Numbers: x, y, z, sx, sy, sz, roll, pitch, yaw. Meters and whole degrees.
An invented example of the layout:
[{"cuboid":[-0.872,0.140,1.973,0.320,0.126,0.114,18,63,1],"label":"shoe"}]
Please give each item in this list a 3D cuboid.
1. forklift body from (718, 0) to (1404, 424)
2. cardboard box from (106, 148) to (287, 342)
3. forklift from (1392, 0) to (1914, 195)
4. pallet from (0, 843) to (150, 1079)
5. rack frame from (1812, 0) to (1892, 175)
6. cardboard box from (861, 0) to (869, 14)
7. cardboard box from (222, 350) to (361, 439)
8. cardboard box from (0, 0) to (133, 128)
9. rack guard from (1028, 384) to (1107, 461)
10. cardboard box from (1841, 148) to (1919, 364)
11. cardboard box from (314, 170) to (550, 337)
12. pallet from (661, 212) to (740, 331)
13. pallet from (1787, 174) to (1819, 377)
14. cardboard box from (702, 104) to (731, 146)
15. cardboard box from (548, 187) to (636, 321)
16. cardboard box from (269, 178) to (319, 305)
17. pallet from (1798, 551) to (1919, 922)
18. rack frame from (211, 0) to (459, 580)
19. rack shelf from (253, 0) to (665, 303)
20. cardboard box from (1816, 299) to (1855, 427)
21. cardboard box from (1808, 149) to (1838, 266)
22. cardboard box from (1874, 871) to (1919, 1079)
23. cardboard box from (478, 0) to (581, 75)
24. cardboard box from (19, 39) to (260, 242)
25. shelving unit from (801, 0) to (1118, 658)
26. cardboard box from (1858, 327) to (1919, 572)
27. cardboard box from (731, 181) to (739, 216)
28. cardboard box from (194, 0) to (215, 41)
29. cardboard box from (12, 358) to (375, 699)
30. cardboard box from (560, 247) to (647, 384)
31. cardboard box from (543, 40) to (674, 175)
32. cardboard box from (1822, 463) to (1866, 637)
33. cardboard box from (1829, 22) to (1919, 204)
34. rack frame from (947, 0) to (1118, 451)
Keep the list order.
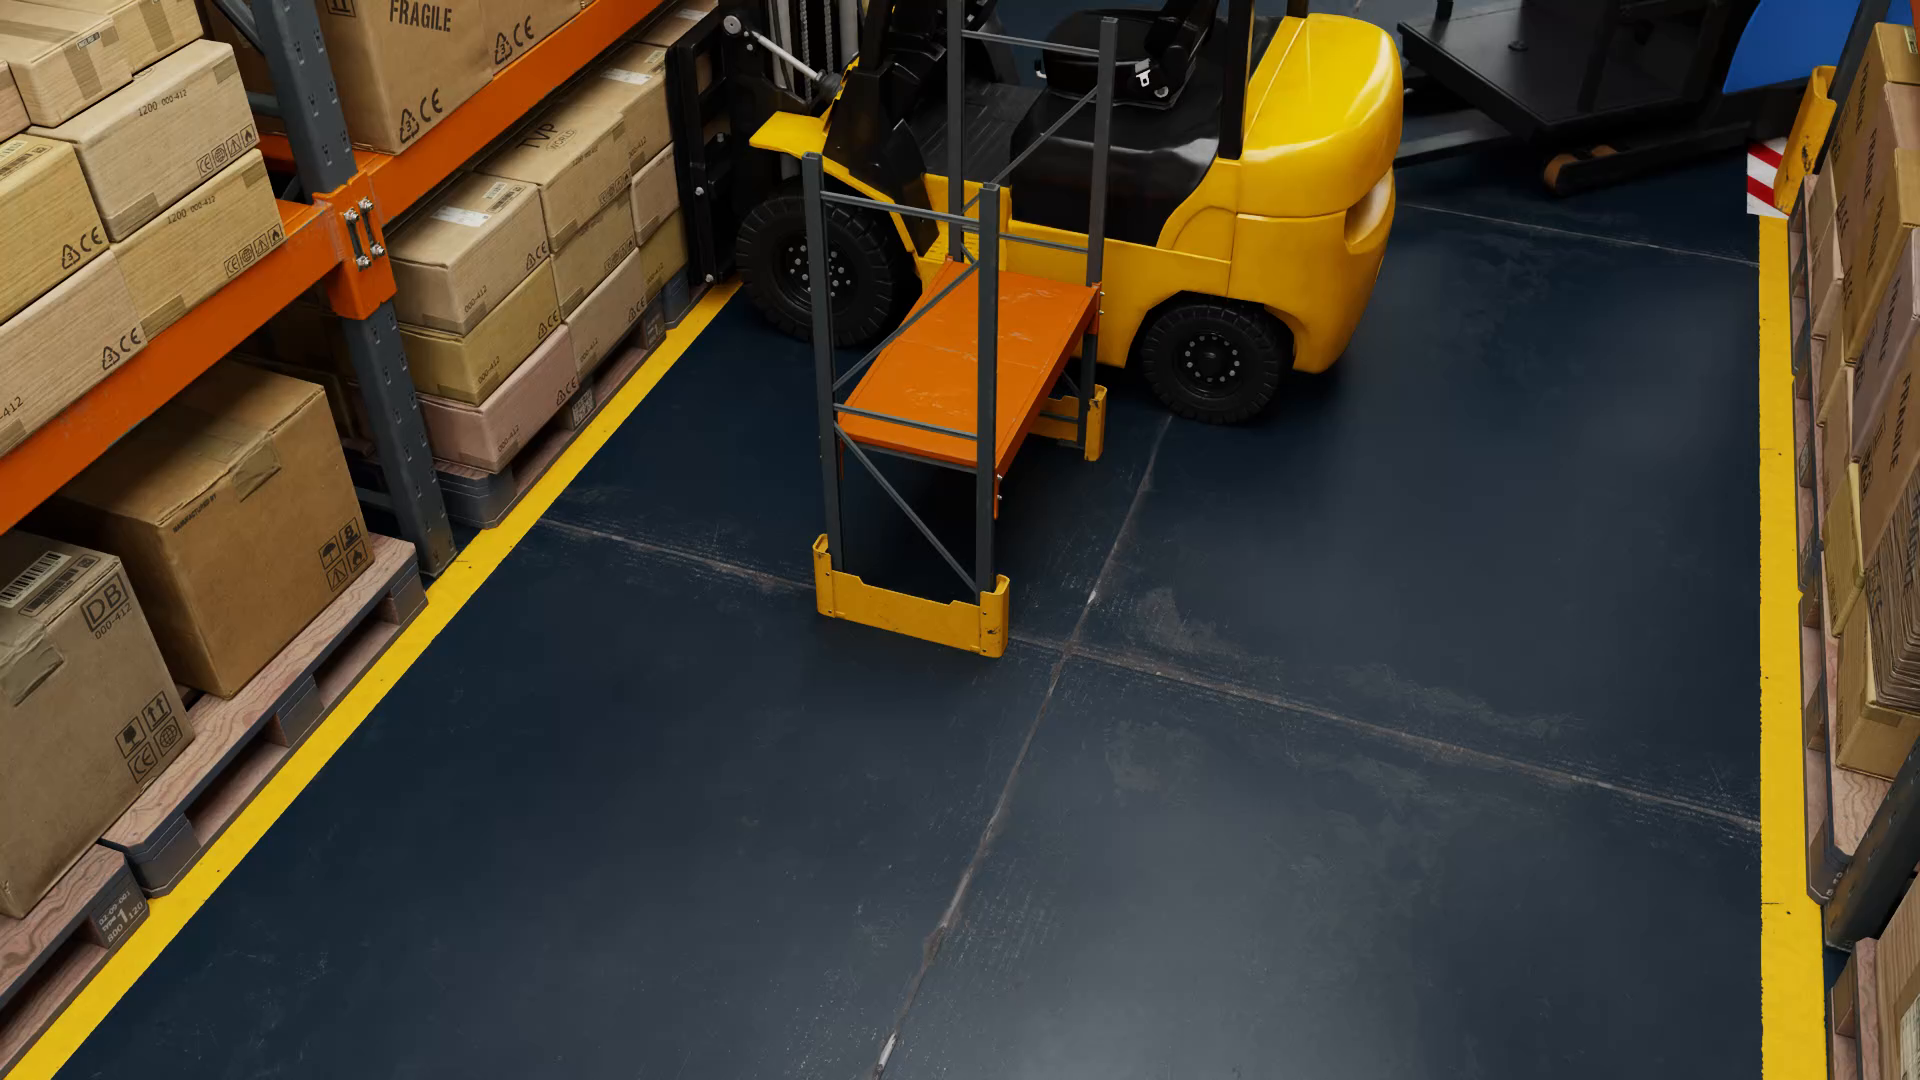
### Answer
[{"cuboid":[0.377,-1.722,5.611,2.313,2.155,1.214,13,42,15],"label":"forklift body"},{"cuboid":[-1.983,-0.744,3.927,0.500,0.250,0.500,14,42,16],"label":"cardboard box"},{"cuboid":[2.586,-2.942,6.440,3.031,2.935,1.130,-15,43,-17],"label":"forklift"},{"cuboid":[-2.687,1.099,3.799,1.003,0.211,1.213,13,42,15],"label":"pallet"},{"cuboid":[3.977,-2.507,5.877,1.000,3.000,0.127,13,42,15],"label":"rack frame"},{"cuboid":[-0.561,-2.544,7.330,0.500,0.250,0.500,13,42,15],"label":"cardboard box"},{"cuboid":[-2.080,-0.621,5.462,0.500,0.250,0.500,14,42,16],"label":"cardboard box"},{"cuboid":[-2.036,-1.032,3.572,0.380,0.149,0.250,13,42,14],"label":"cardboard box"},{"cuboid":[0.196,-0.445,5.579,0.587,0.250,0.087,13,42,15],"label":"rack guard"},{"cuboid":[3.080,-0.837,5.137,0.500,0.500,0.500,14,42,16],"label":"cardboard box"},{"cuboid":[-1.596,-0.886,5.002,0.500,0.250,0.500,13,42,14],"label":"cardboard box"},{"cuboid":[-1.330,-1.328,6.644,1.003,0.211,1.213,13,42,15],"label":"pallet"},{"cuboid":[3.640,-0.912,6.156,1.003,0.211,1.213,13,42,15],"label":"pallet"},{"cuboid":[-1.074,-1.616,6.243,0.500,0.250,0.500,13,42,15],"label":"cardboard box"},{"cuboid":[-1.430,-1.005,5.526,0.500,0.250,0.500,13,42,15],"label":"cardboard box"},{"cuboid":[-2.070,-1.004,5.140,0.500,0.250,0.500,14,42,16],"label":"cardboard box"},{"cuboid":[2.806,0.576,4.412,1.003,0.211,1.213,13,42,15],"label":"pallet"},{"cuboid":[-2.056,-1.167,4.306,1.000,3.000,0.127,13,42,15],"label":"rack frame"},{"cuboid":[-1.372,-2.113,5.970,1.077,0.370,4.000,13,42,15],"label":"rack shelf"},{"cuboid":[3.085,-0.545,5.372,0.500,0.250,0.500,16,43,18],"label":"cardboard box"},{"cuboid":[3.441,-1.190,6.129,0.500,0.250,0.500,13,42,15],"label":"cardboard box"},{"cuboid":[2.432,1.093,3.359,0.950,0.372,0.625,14,42,16],"label":"cardboard box"},{"cuboid":[-1.497,-1.739,4.900,0.500,0.500,0.500,14,42,16],"label":"cardboard box"},{"cuboid":[-1.984,-0.943,3.775,0.500,0.250,0.500,12,42,14],"label":"cardboard box"},{"cuboid":[0.026,-0.617,4.818,0.587,1.500,1.083,13,42,15],"label":"shelving unit"},{"cuboid":[2.732,-0.197,4.387,0.500,0.500,0.500,14,42,16],"label":"cardboard box"},{"cuboid":[-1.067,-1.437,6.418,0.500,0.250,0.500,15,43,16],"label":"cardboard box"},{"cuboid":[-2.157,-1.539,4.665,0.500,0.500,0.500,13,42,15],"label":"cardboard box"},{"cuboid":[-2.224,-0.102,4.565,0.875,0.625,0.625,15,43,17],"label":"cardboard box"},{"cuboid":[-1.421,-0.815,5.689,0.500,0.250,0.500,12,42,14],"label":"cardboard box"},{"cuboid":[-1.252,-1.502,5.724,0.500,0.250,0.500,15,43,17],"label":"cardboard box"},{"cuboid":[2.732,0.072,4.650,0.500,0.250,0.500,12,42,14],"label":"cardboard box"},{"cuboid":[3.434,-1.461,5.868,0.500,0.500,0.500,12,42,14],"label":"cardboard box"},{"cuboid":[0.203,-0.933,5.188,0.500,1.500,0.032,13,42,15],"label":"rack frame"}]
